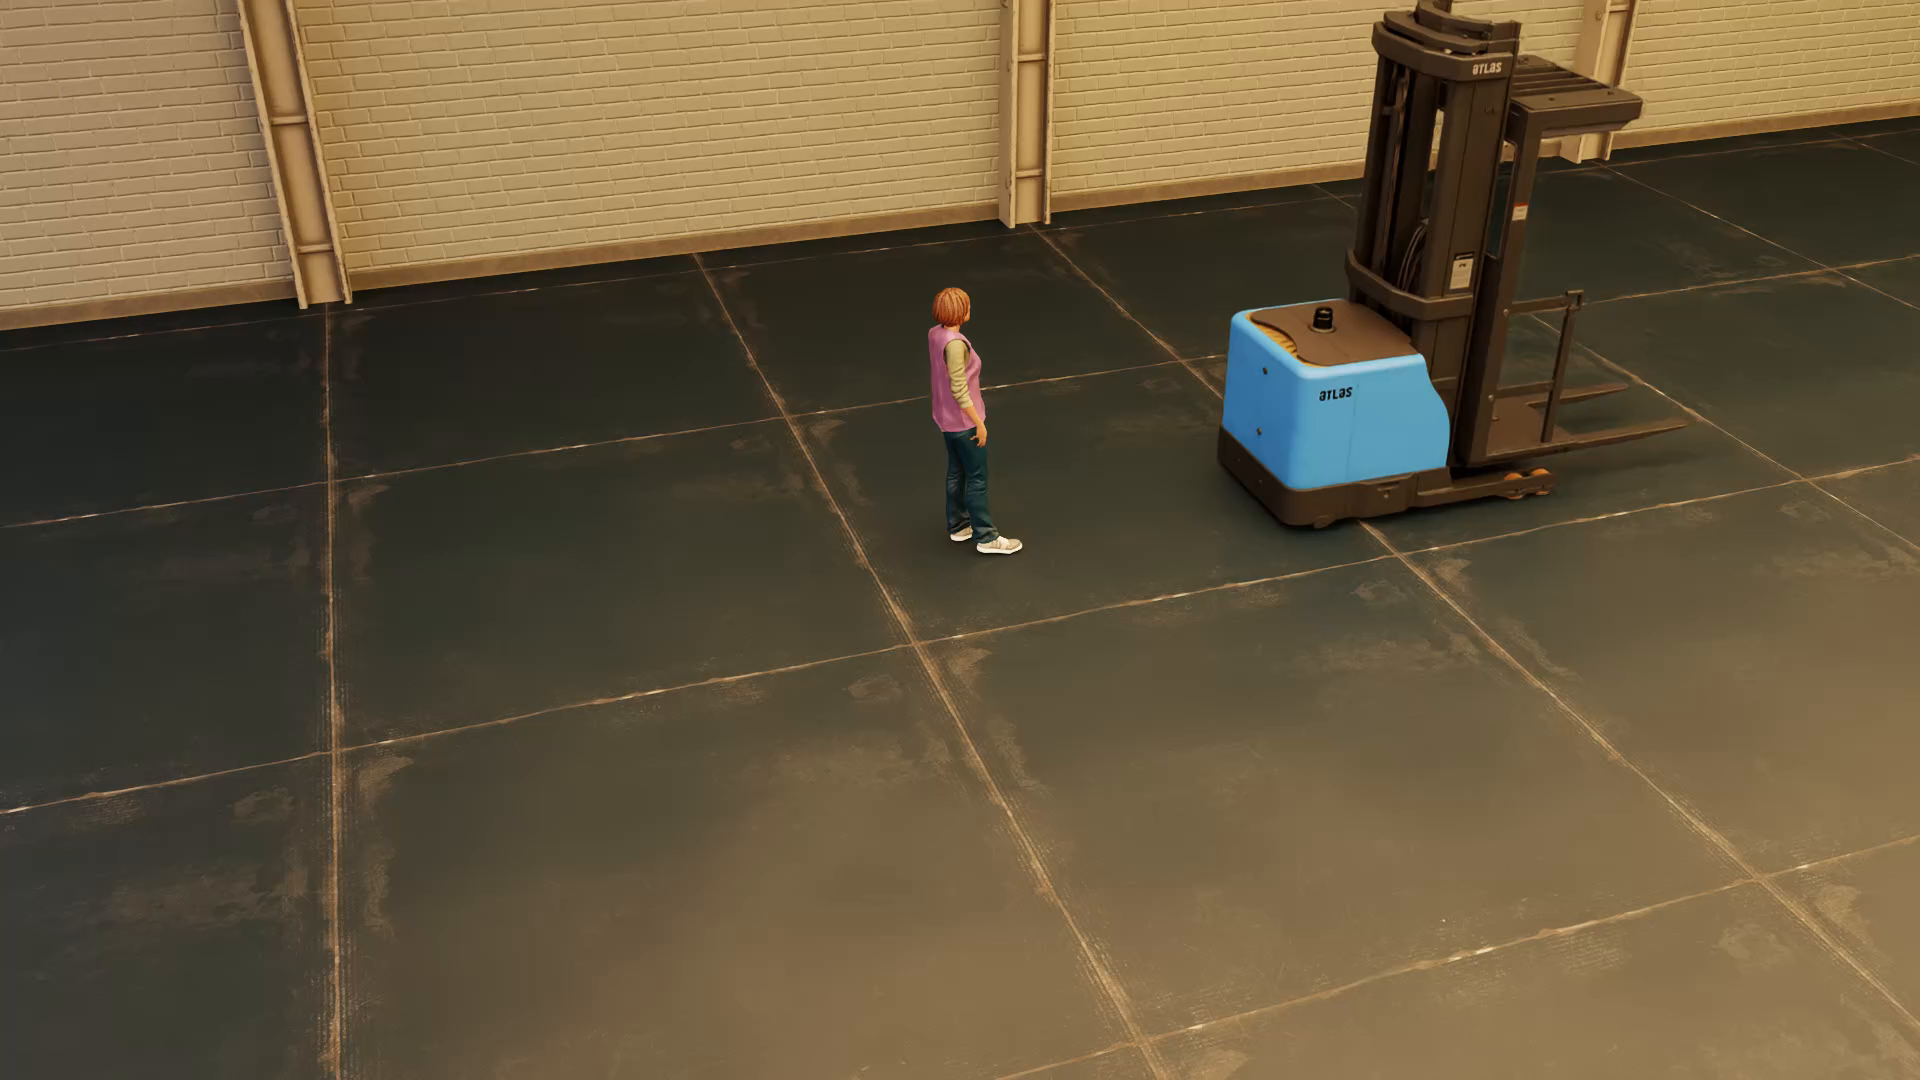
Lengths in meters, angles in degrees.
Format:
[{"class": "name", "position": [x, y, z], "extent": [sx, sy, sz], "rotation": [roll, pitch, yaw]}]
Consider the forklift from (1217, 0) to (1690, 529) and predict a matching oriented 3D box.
[{"class": "forklift", "position": [3.246, -1.763, 10.151], "extent": [3.031, 2.935, 1.130], "rotation": [-9, 31, -16]}]

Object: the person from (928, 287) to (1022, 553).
[{"class": "person", "position": [0.075, -0.704, 9.633], "extent": [0.473, 1.599, 0.520], "rotation": [-10, 31, -16]}]
